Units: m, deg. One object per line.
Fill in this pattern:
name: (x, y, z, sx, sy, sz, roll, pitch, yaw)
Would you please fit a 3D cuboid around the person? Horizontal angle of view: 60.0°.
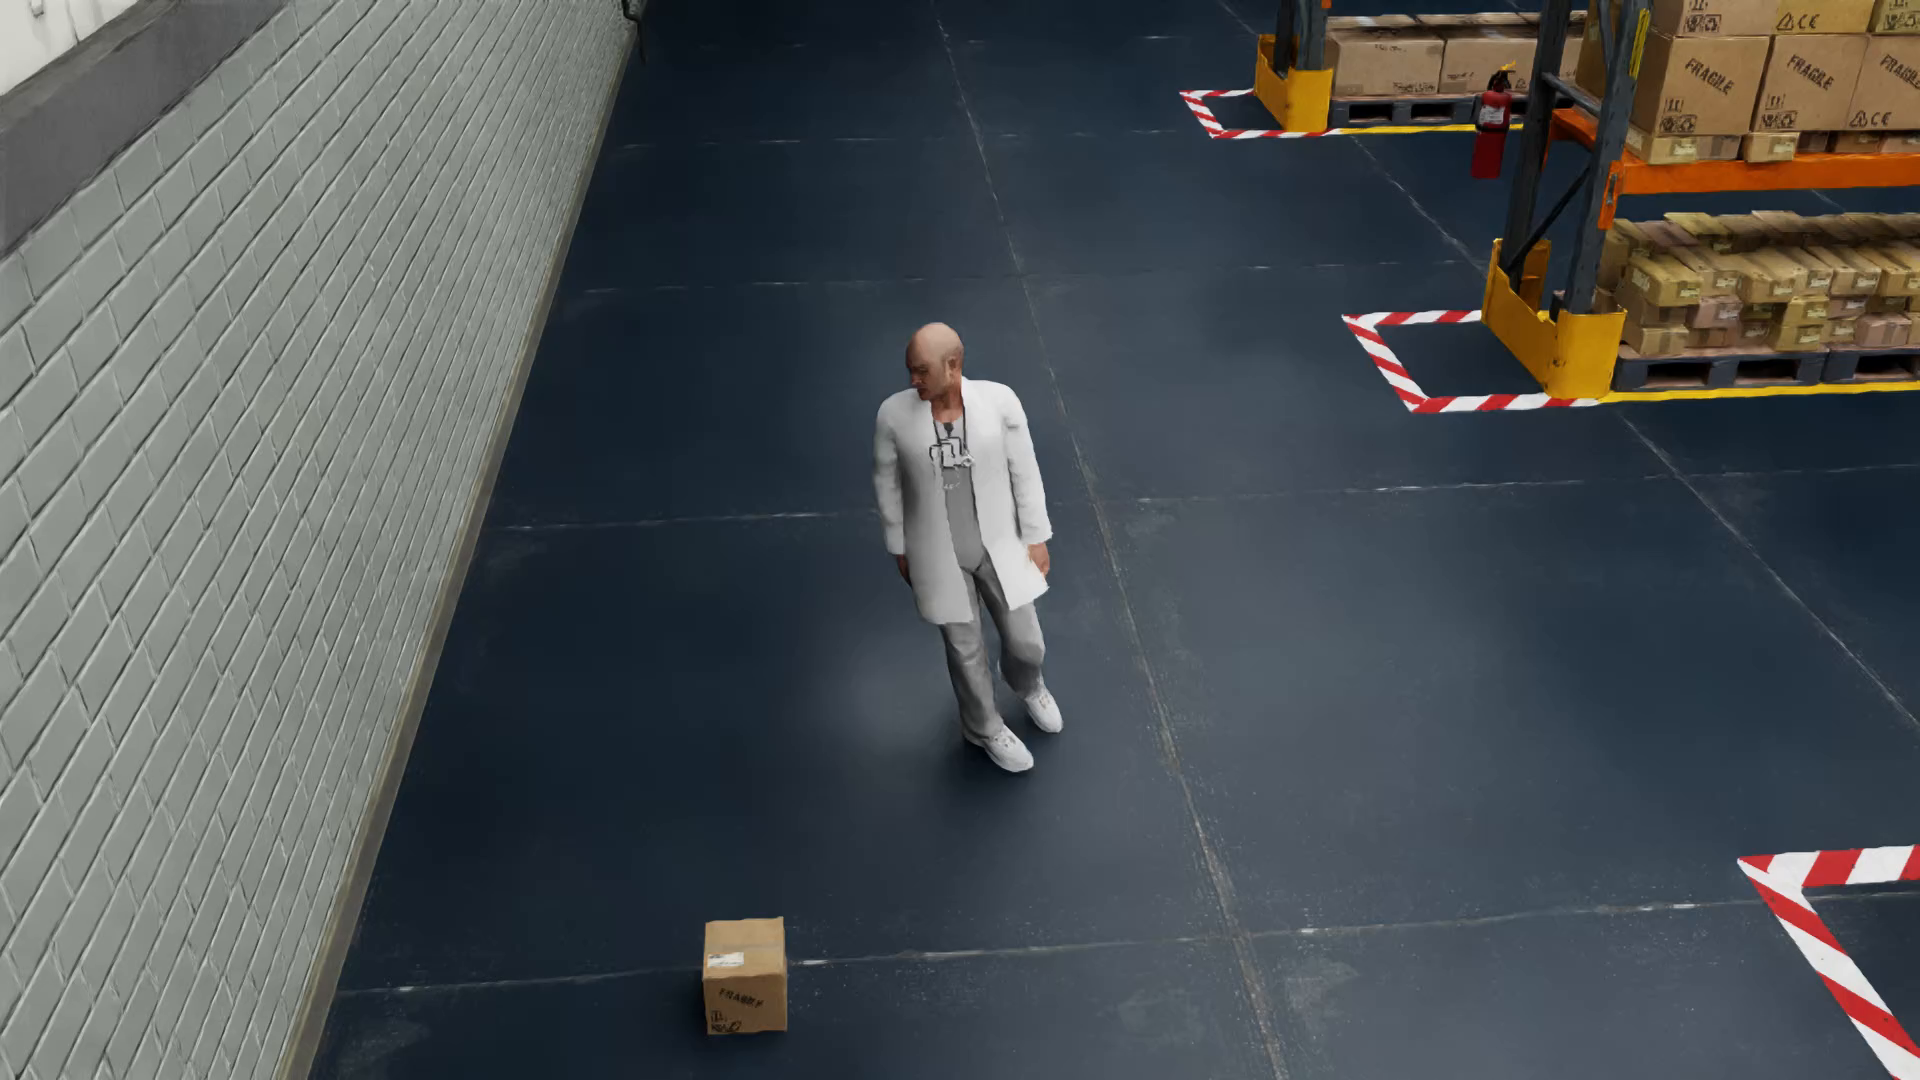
person: (0.055, 0.043, 6.090, 0.718, 1.769, 0.477, -5, 31, -8)
